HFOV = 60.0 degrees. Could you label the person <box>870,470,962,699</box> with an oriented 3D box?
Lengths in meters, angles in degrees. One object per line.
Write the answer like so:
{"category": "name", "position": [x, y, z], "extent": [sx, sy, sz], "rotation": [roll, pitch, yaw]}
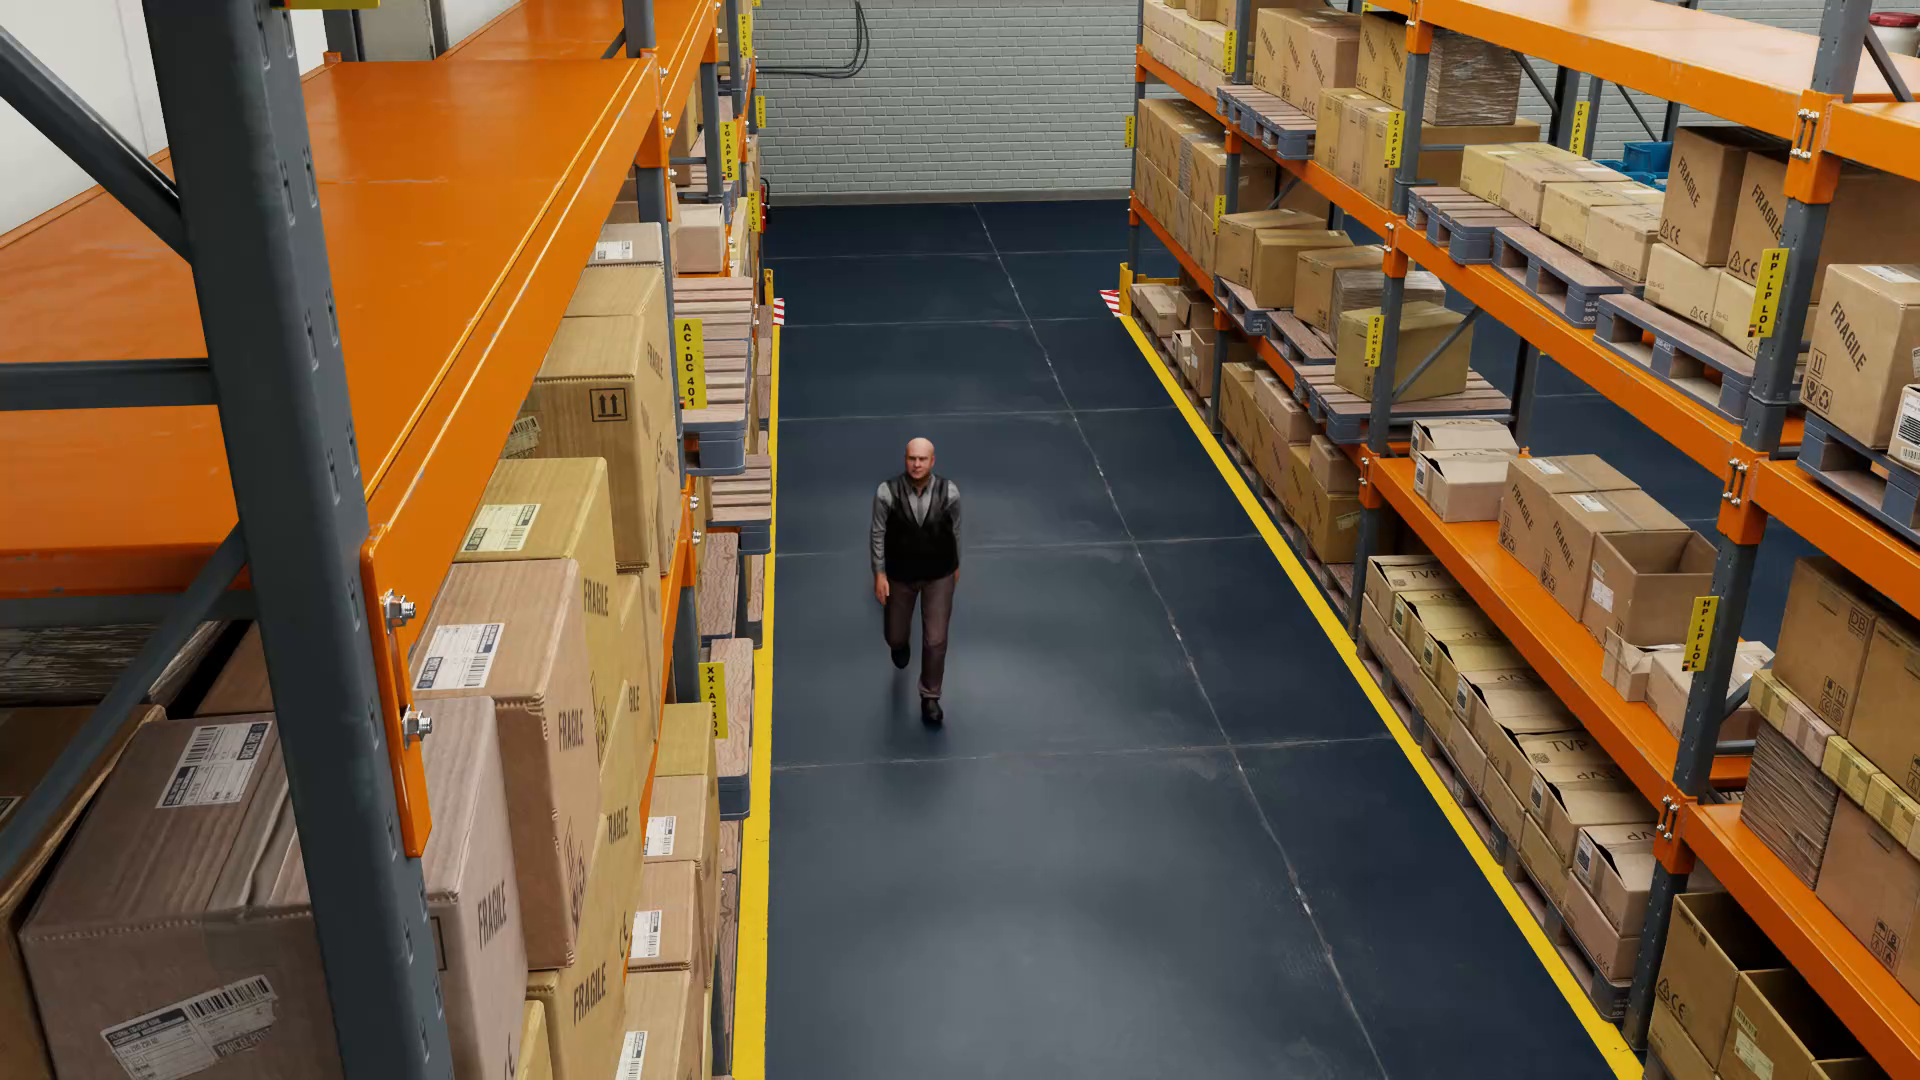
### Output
{"category": "person", "position": [-0.263, 0.230, 9.989], "extent": [0.549, 1.442, 0.654], "rotation": [-1, 24, -3]}
